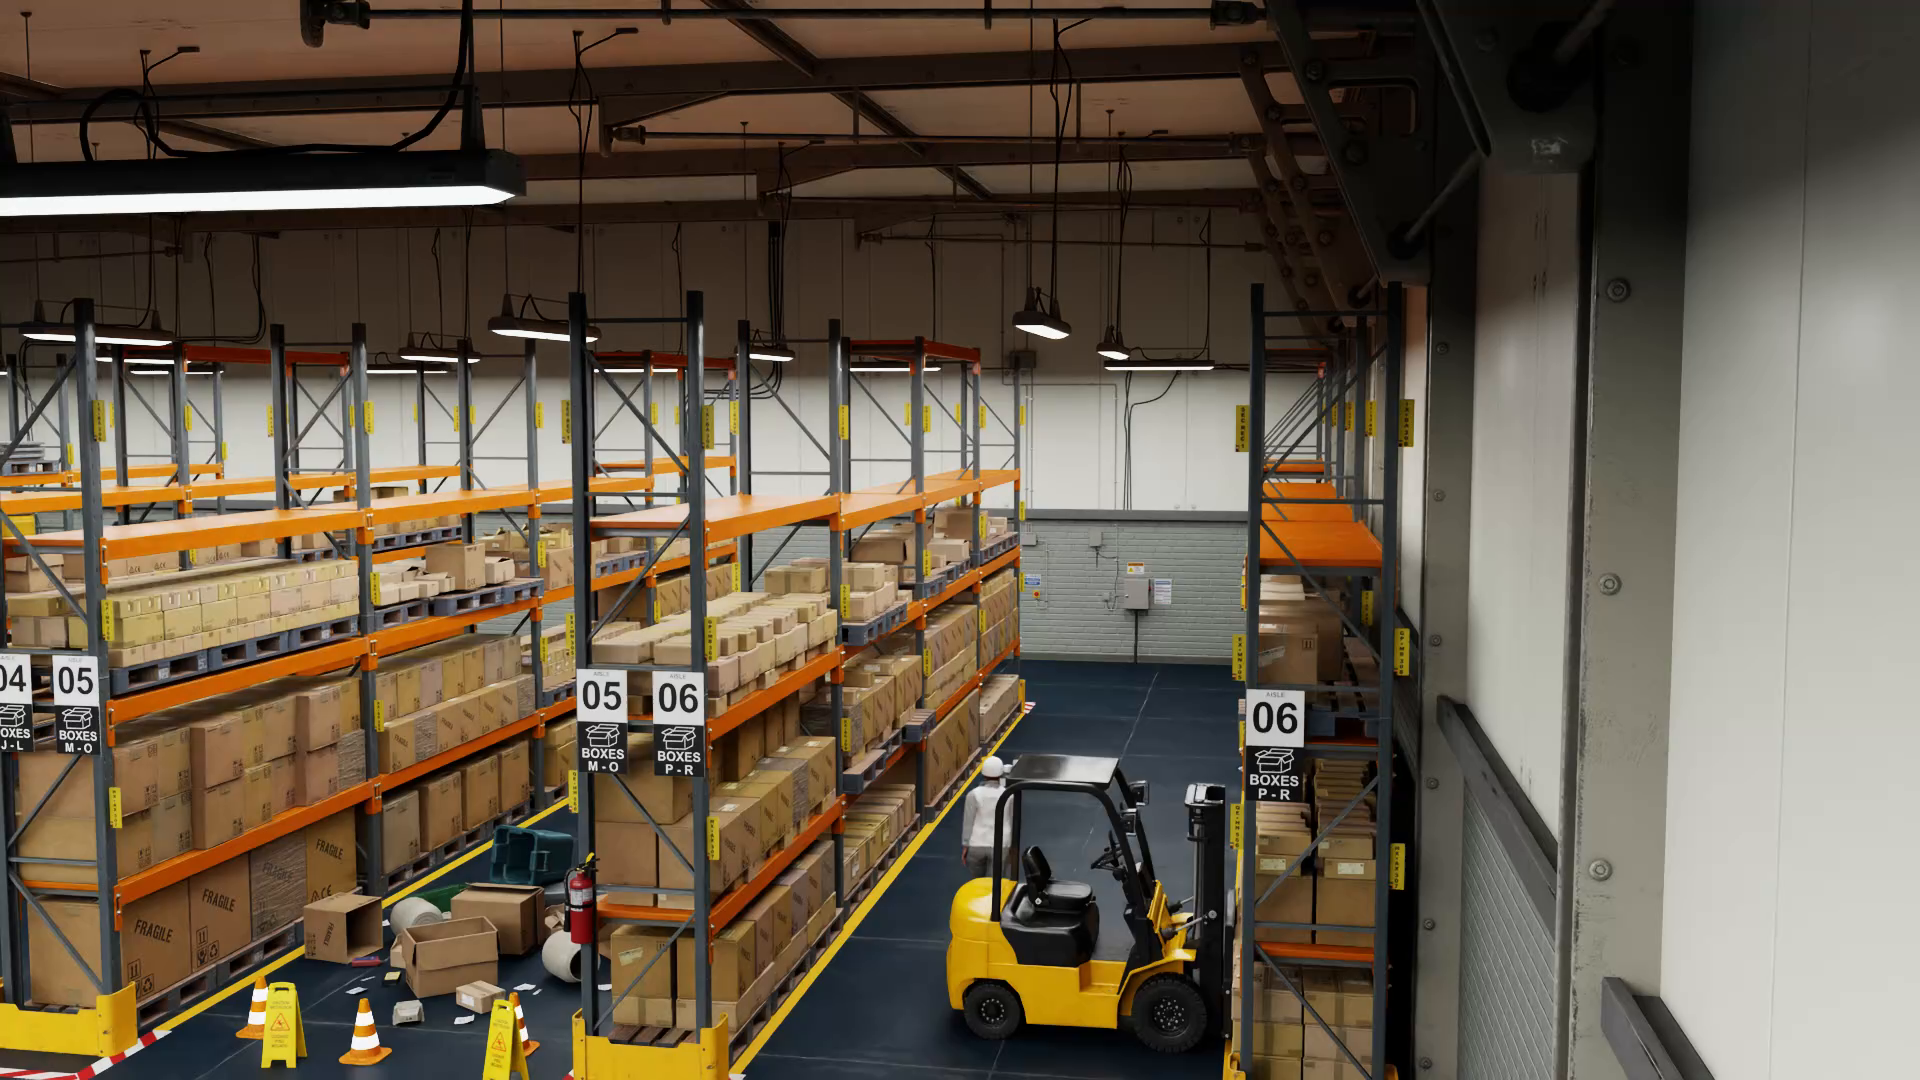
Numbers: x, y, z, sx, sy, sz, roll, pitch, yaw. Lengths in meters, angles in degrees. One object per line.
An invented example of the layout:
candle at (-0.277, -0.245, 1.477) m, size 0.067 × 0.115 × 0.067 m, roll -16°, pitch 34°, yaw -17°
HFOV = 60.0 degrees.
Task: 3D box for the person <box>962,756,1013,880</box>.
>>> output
person at (0.300, 3.013, 16.122) m, size 0.553 × 1.821 × 0.613 m, roll 0°, pitch 5°, yaw 6°
